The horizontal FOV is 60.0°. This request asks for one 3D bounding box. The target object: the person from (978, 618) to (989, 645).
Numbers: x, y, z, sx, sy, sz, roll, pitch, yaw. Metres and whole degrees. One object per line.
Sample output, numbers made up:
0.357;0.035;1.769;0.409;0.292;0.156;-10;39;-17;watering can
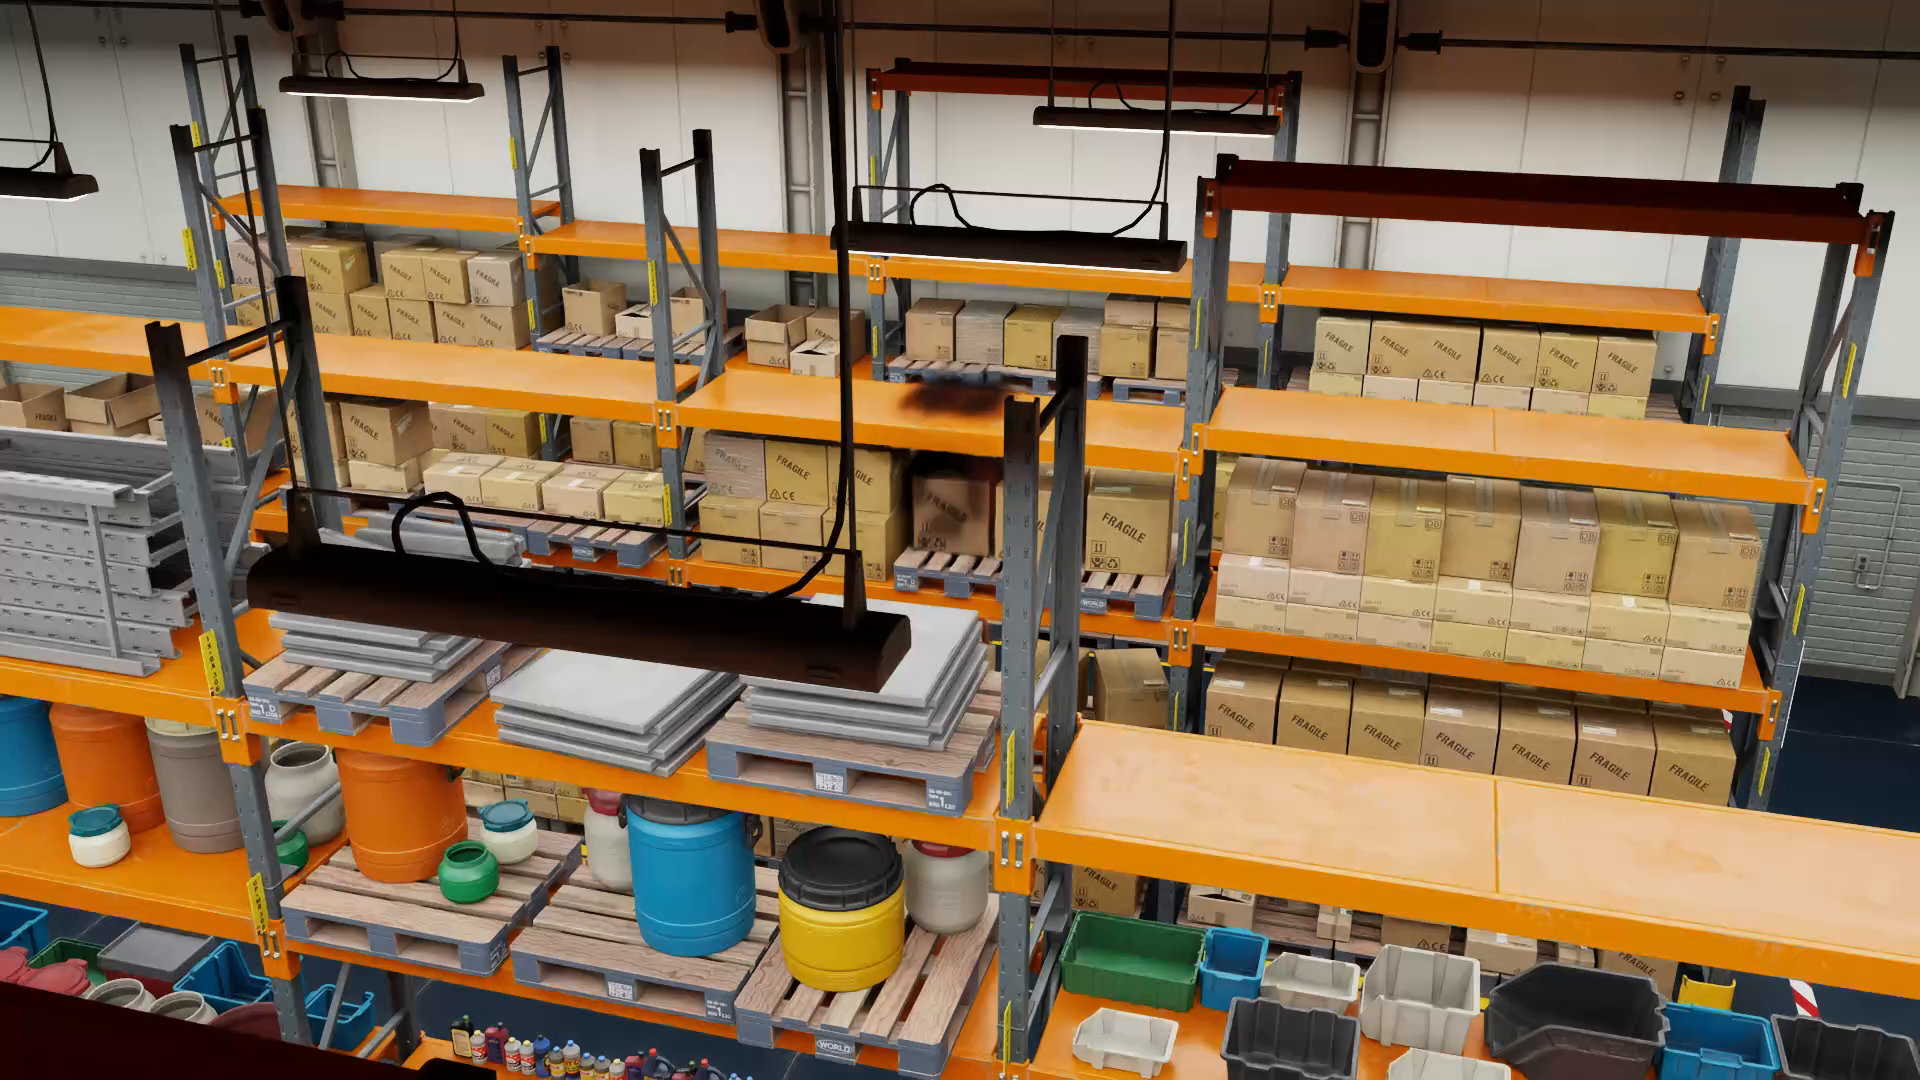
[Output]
-0.034;1.069;15.736;0.704;1.782;0.520;18;28;36;person
